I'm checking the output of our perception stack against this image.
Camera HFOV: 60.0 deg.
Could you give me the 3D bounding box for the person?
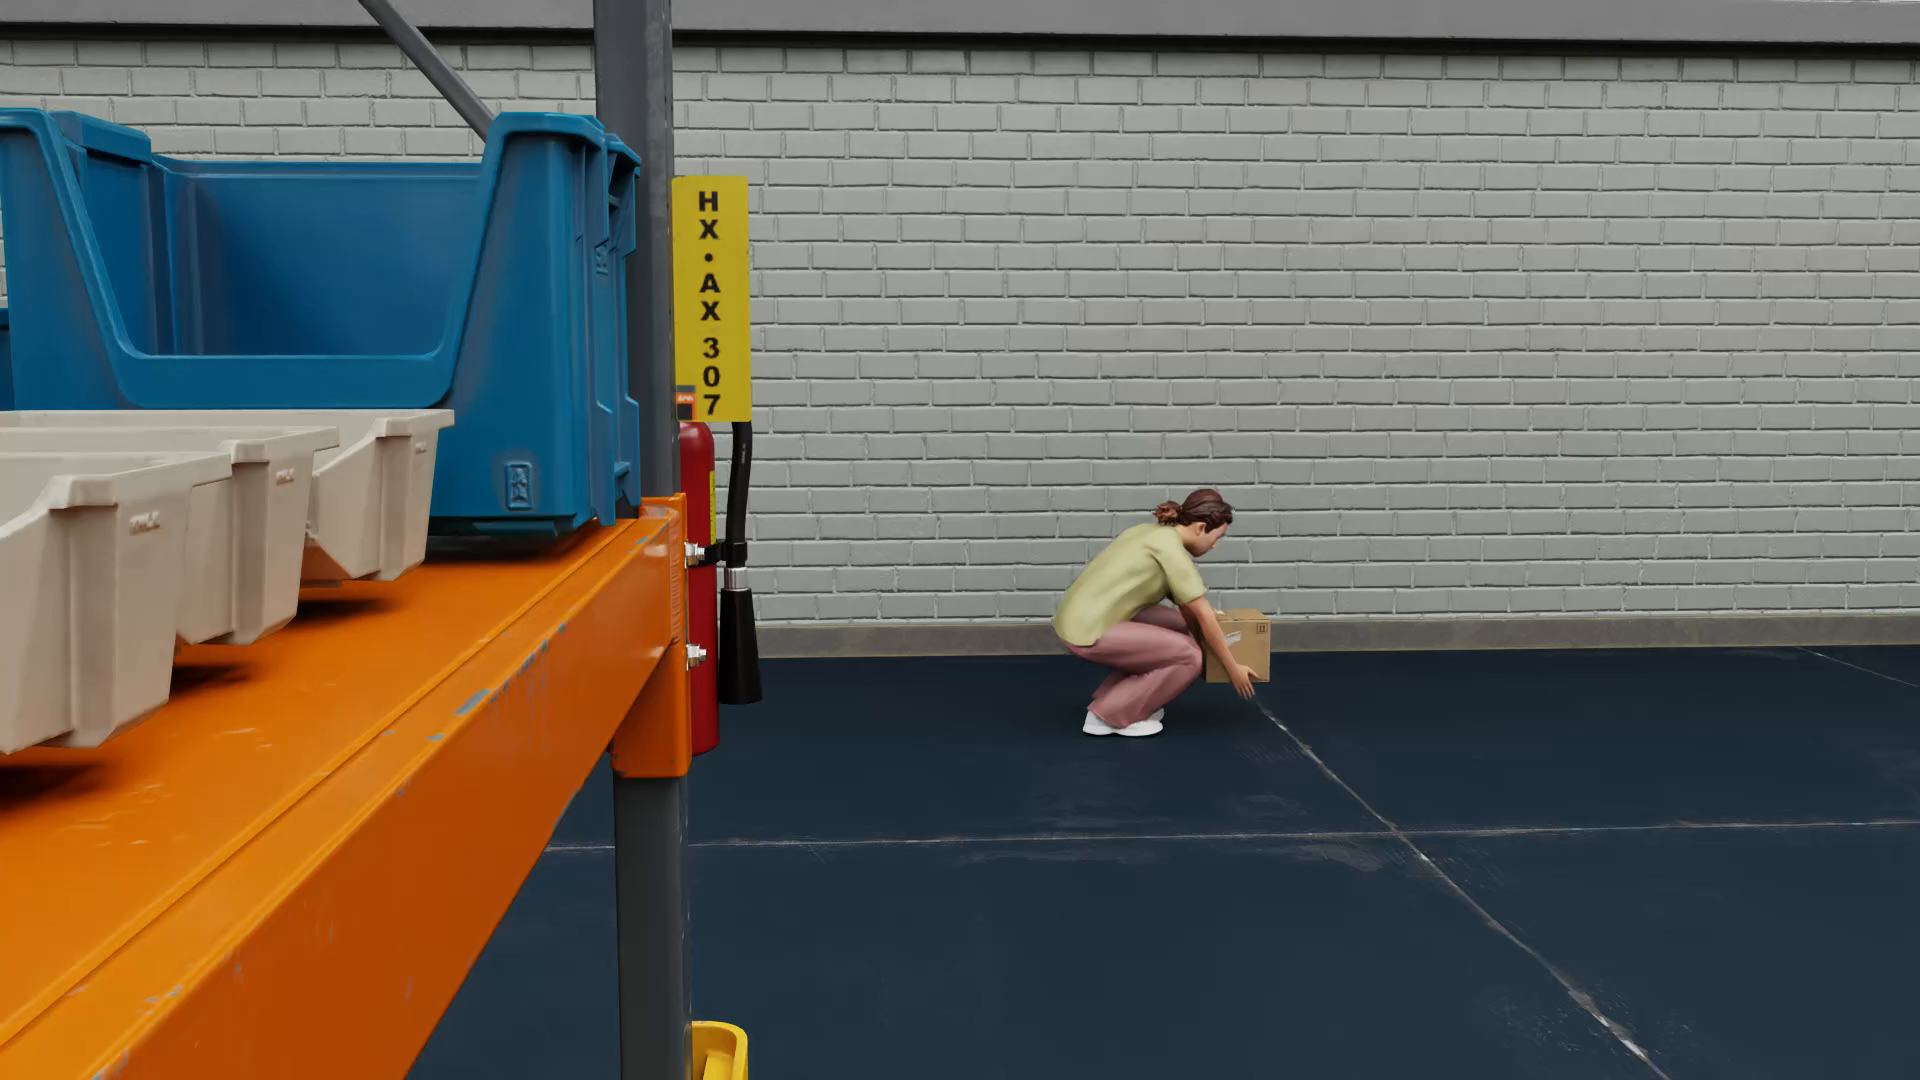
[{"bbox_3d":[0.762,0.278,6.532,0.796,0.947,0.459,-1,7,-5],"label":"person"}]
